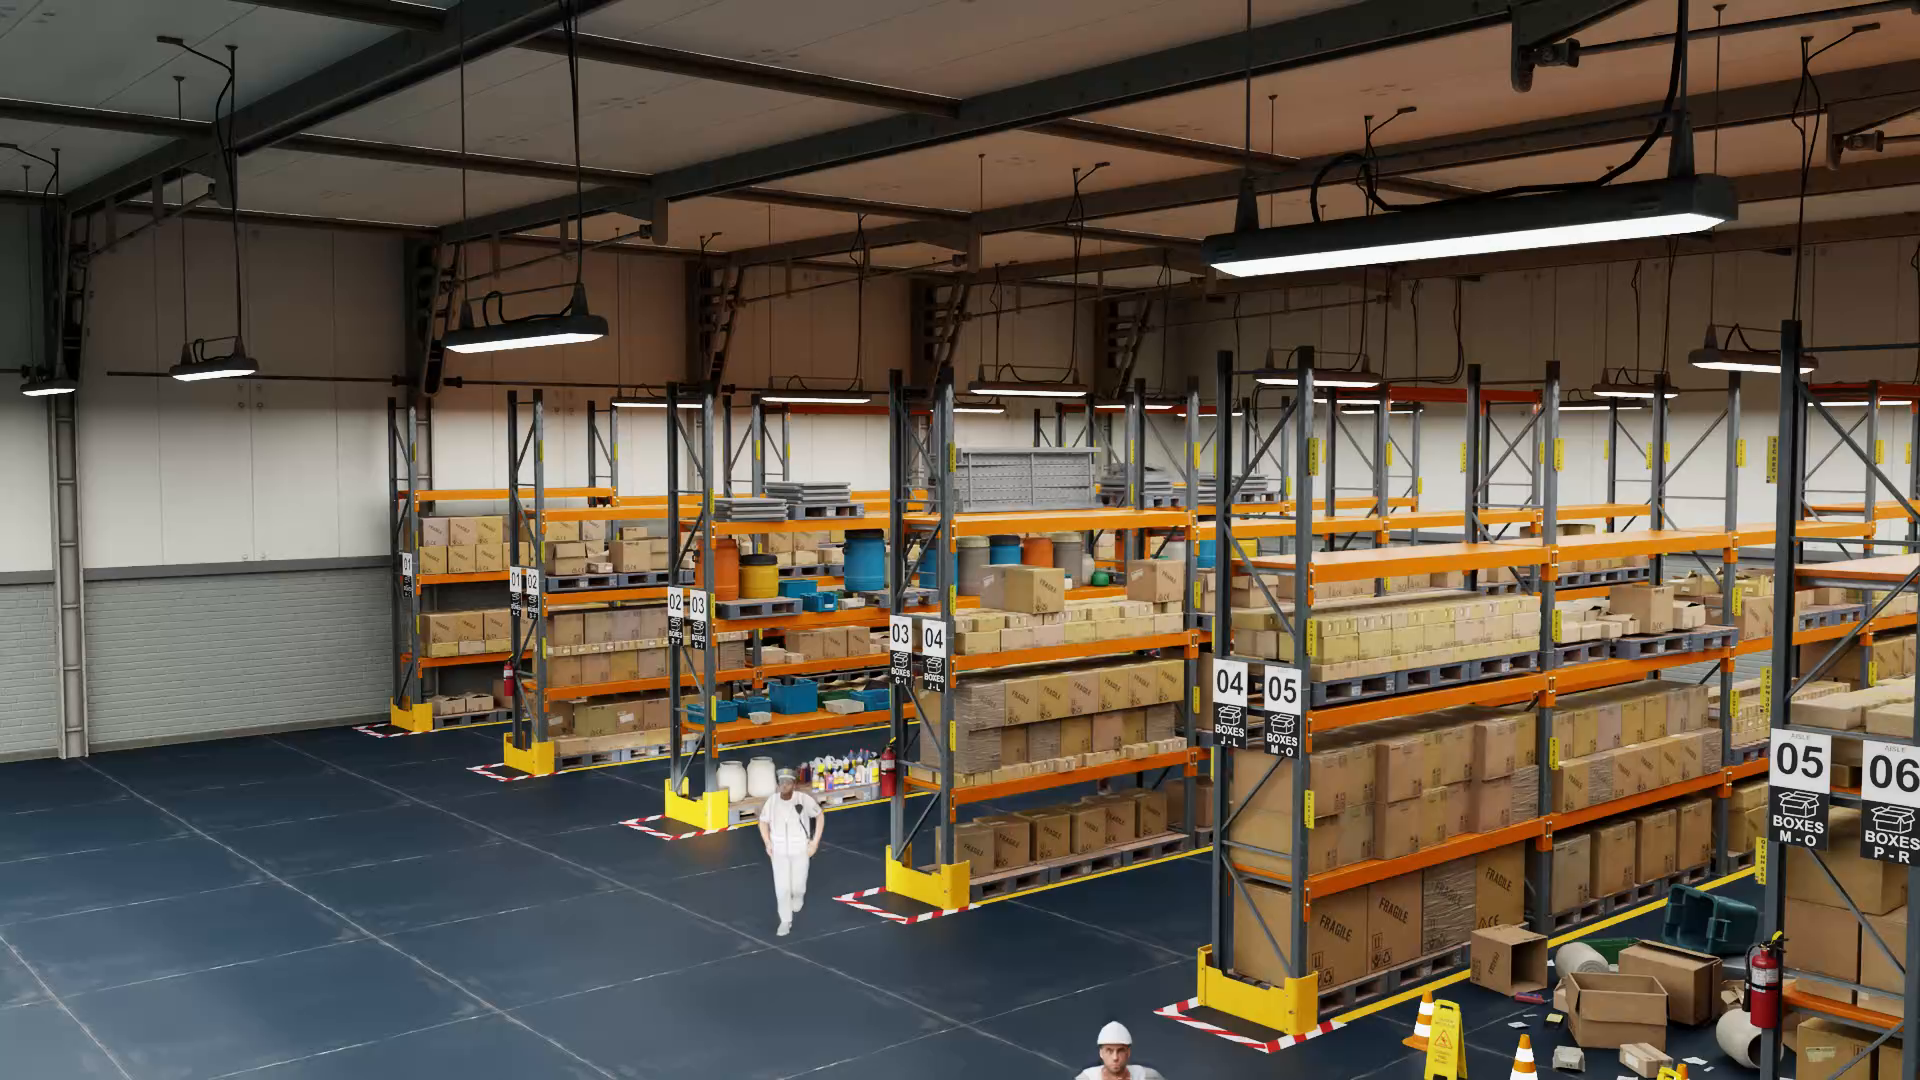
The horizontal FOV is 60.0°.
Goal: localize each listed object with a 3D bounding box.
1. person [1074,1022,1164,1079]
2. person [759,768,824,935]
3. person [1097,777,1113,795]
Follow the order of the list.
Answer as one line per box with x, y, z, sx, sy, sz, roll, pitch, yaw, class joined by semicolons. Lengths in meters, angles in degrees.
0.903;3.687;9.670;0.653;1.799;0.987;0;3;5;person
-1.790;3.268;17.653;0.689;1.758;0.669;0;3;2;person
2.024;2.930;24.082;0.561;1.678;0.620;3;5;43;person
